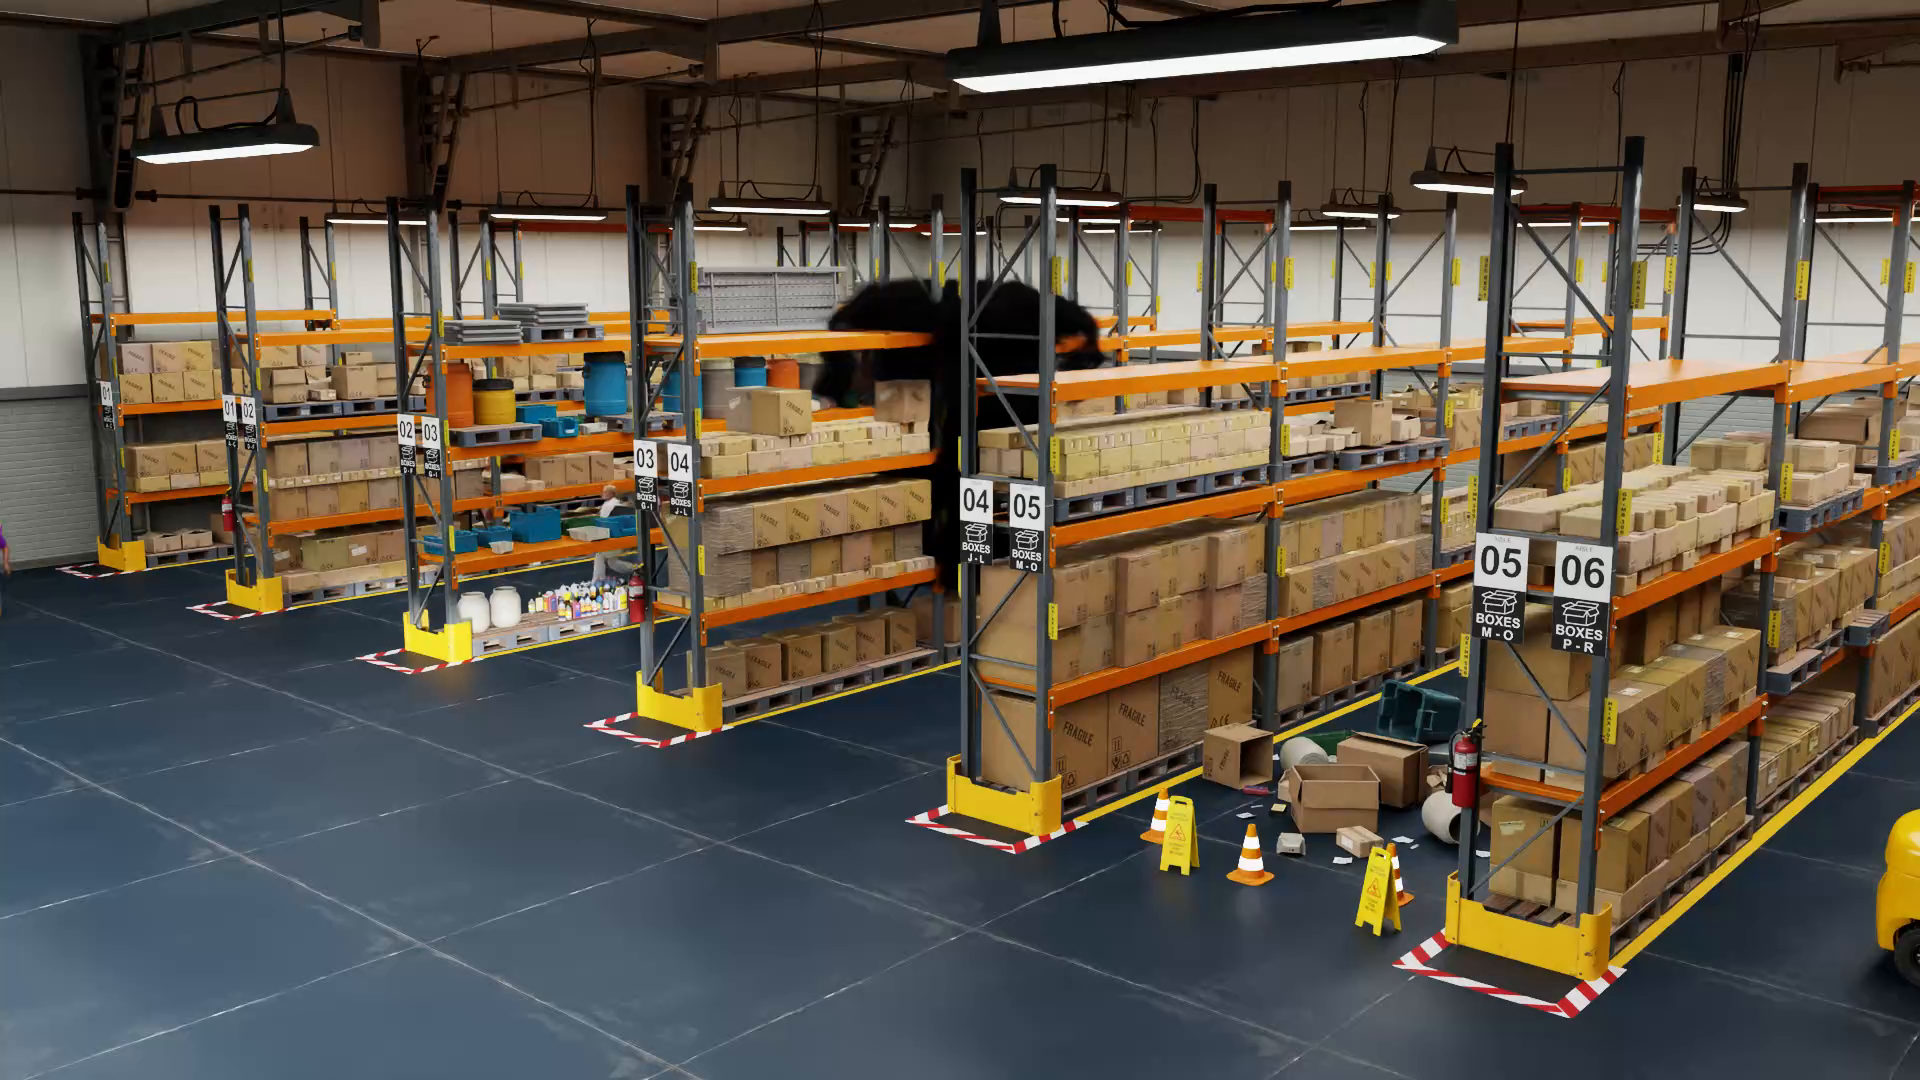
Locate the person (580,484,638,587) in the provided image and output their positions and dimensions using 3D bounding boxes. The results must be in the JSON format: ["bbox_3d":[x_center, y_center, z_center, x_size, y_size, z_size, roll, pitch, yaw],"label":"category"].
[{"bbox_3d":[-5.466,-0.020,26.137,1.039,1.735,0.752,-2,10,-13],"label":"person"}]

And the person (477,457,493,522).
[{"bbox_3d":[-8.727,-0.756,30.869,0.588,1.628,0.758,5,11,28],"label":"person"}]

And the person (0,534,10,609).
[{"bbox_3d":[-13.726,0.456,23.325,0.688,1.714,0.639,-4,10,-23],"label":"person"}]

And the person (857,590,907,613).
[{"bbox_3d":[-1.128,0.475,23.488,0.753,1.744,1.055,8,12,39],"label":"person"}]
